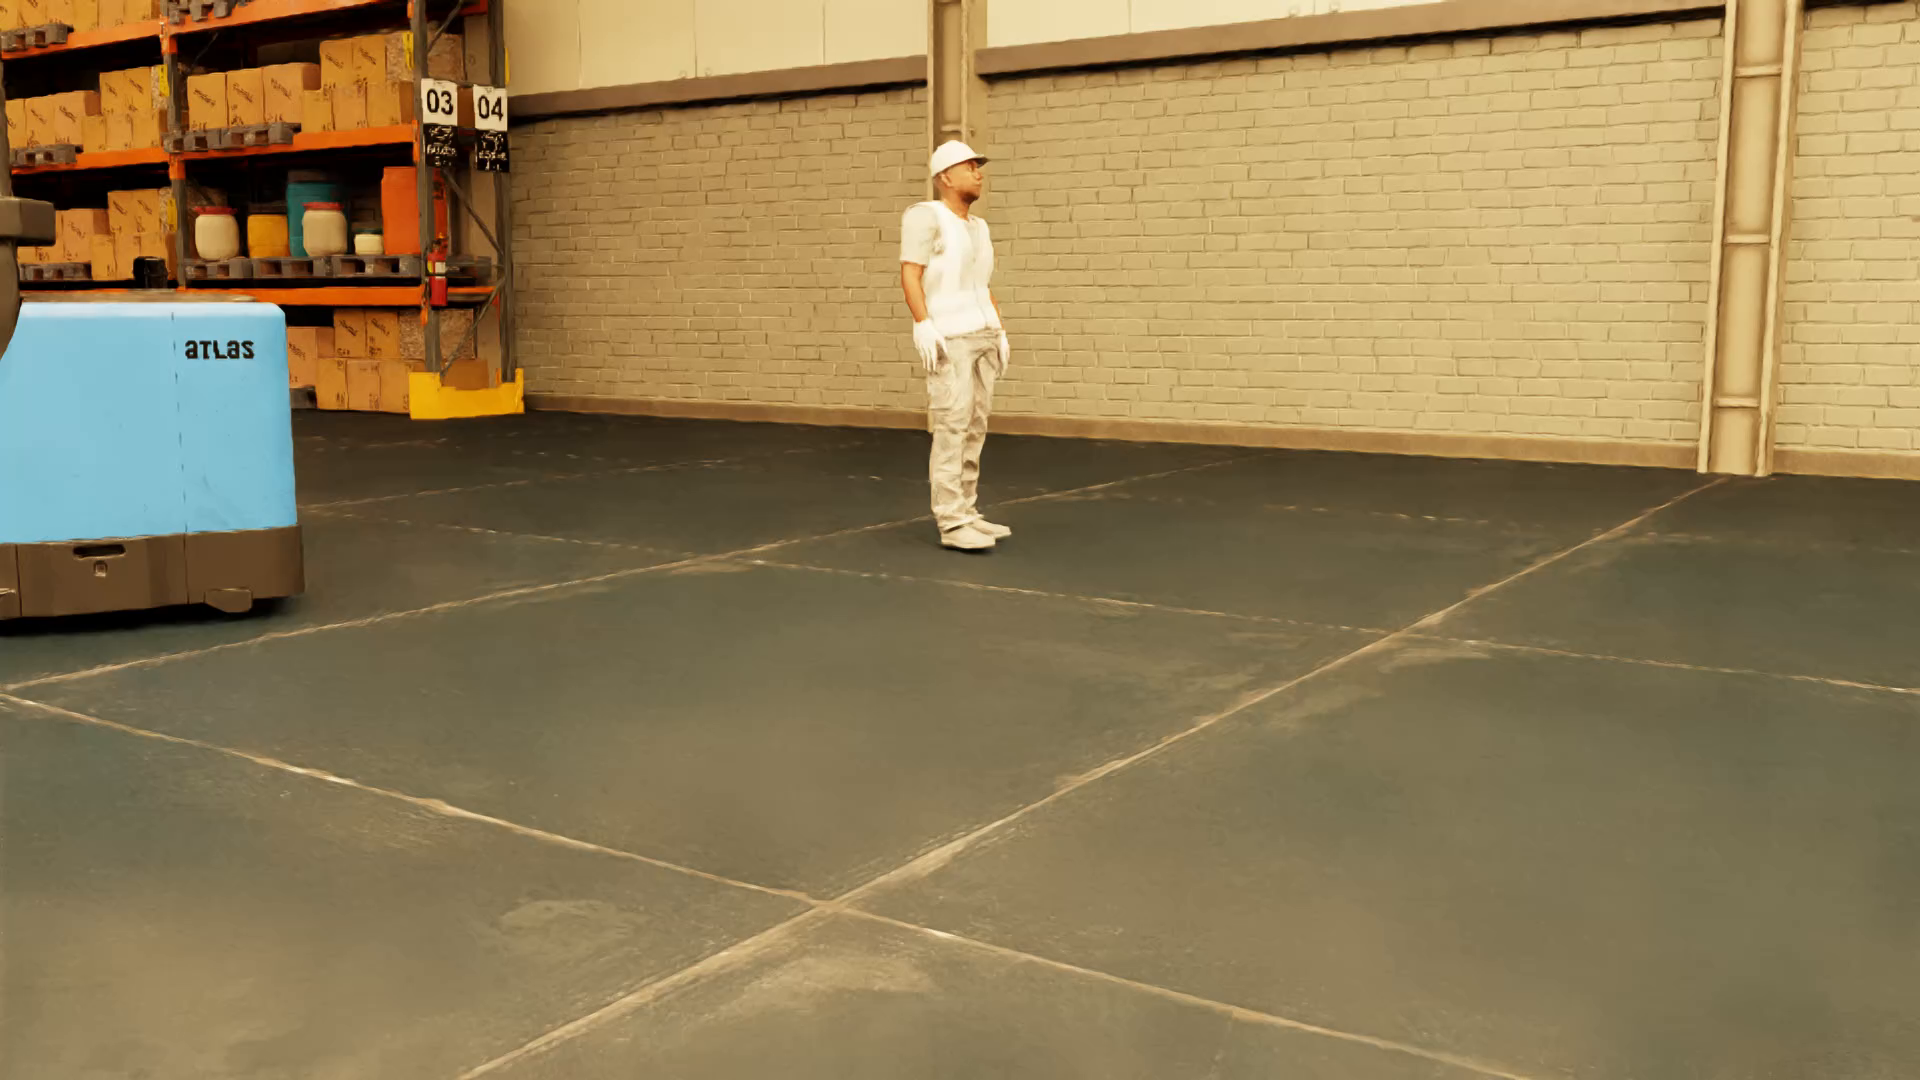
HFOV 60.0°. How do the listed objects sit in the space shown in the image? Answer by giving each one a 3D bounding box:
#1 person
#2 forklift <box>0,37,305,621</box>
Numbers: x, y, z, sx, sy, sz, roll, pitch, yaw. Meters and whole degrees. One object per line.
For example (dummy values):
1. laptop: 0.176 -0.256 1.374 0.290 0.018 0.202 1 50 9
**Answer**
1. person: 0.055 -0.883 7.431 0.576 1.782 0.655 5 10 34
2. forklift: -3.836 -1.153 5.298 3.031 2.935 1.130 -4 9 -28
